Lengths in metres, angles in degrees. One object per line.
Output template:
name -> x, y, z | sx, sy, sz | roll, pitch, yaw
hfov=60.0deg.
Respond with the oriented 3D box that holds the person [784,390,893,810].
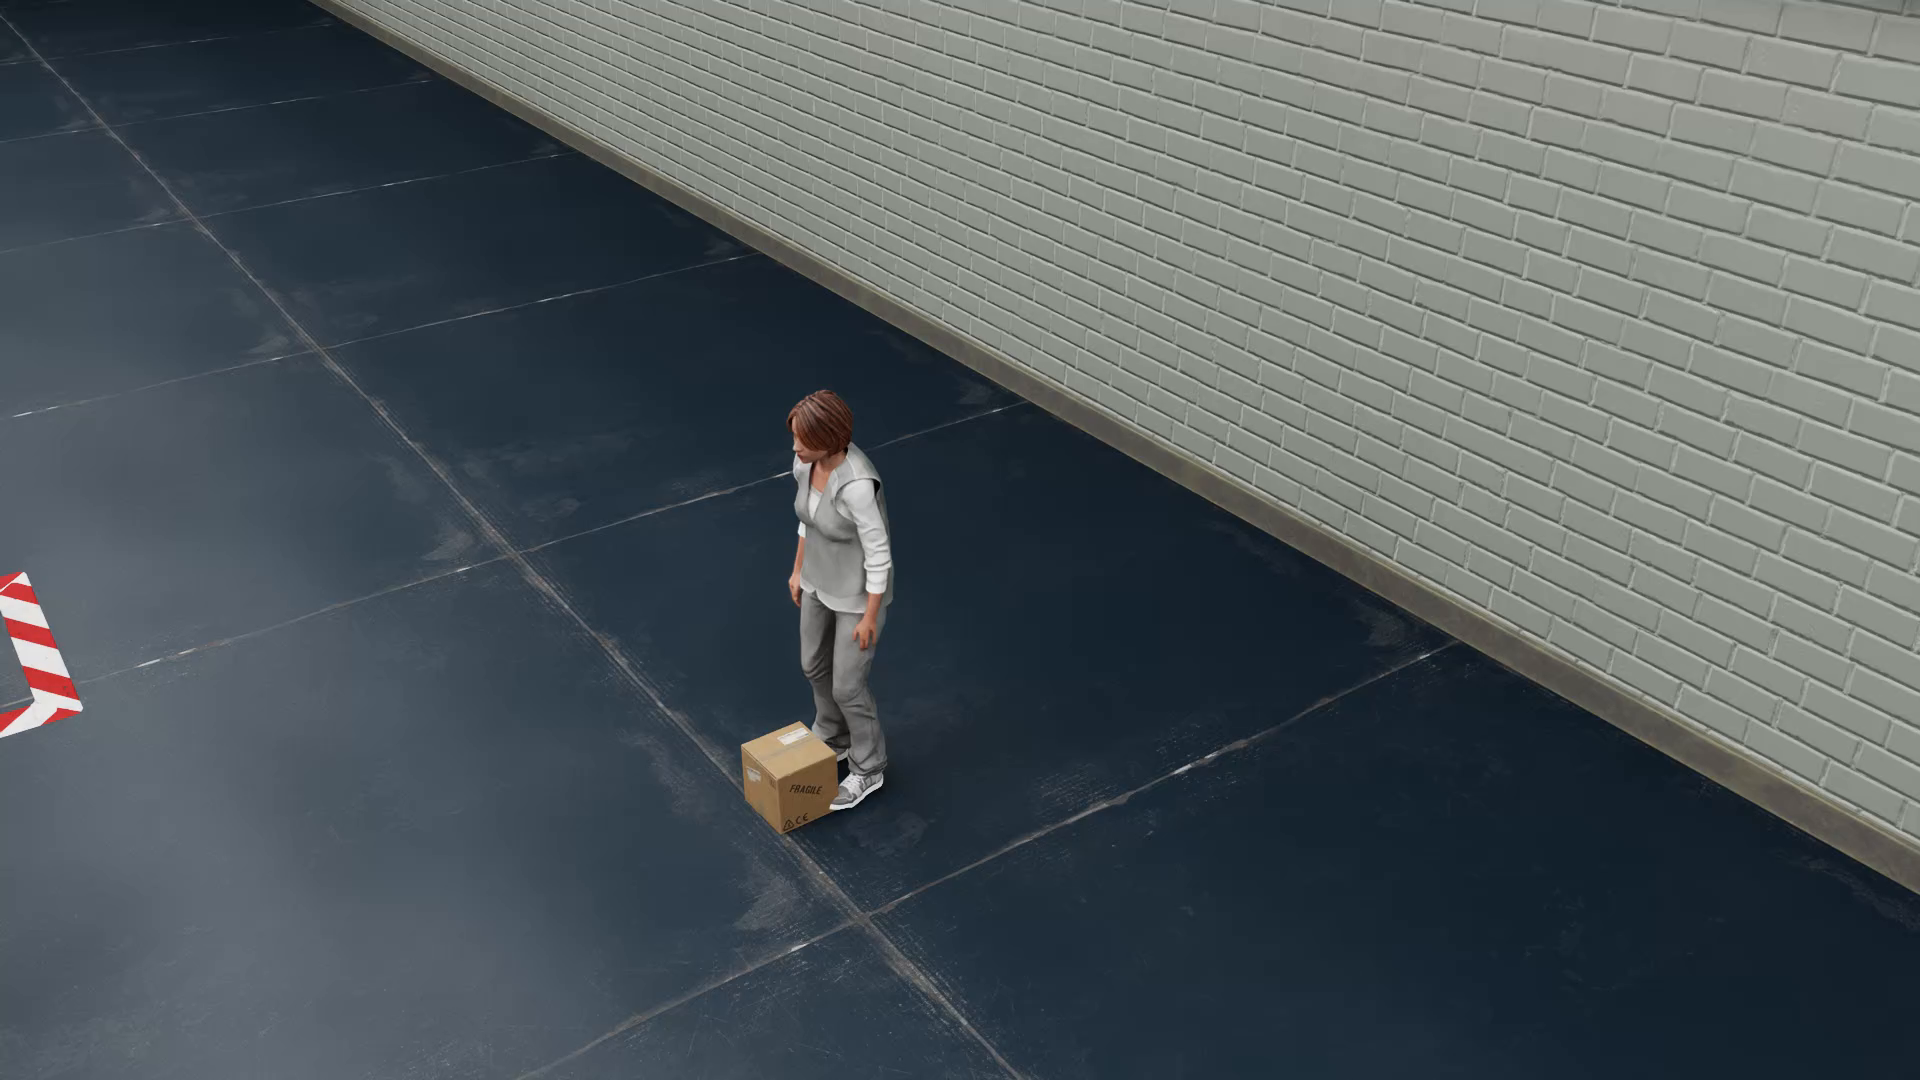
person -> -0.425, 0.201, 5.788 | 0.352, 1.579, 0.469 | -21, 35, -33
